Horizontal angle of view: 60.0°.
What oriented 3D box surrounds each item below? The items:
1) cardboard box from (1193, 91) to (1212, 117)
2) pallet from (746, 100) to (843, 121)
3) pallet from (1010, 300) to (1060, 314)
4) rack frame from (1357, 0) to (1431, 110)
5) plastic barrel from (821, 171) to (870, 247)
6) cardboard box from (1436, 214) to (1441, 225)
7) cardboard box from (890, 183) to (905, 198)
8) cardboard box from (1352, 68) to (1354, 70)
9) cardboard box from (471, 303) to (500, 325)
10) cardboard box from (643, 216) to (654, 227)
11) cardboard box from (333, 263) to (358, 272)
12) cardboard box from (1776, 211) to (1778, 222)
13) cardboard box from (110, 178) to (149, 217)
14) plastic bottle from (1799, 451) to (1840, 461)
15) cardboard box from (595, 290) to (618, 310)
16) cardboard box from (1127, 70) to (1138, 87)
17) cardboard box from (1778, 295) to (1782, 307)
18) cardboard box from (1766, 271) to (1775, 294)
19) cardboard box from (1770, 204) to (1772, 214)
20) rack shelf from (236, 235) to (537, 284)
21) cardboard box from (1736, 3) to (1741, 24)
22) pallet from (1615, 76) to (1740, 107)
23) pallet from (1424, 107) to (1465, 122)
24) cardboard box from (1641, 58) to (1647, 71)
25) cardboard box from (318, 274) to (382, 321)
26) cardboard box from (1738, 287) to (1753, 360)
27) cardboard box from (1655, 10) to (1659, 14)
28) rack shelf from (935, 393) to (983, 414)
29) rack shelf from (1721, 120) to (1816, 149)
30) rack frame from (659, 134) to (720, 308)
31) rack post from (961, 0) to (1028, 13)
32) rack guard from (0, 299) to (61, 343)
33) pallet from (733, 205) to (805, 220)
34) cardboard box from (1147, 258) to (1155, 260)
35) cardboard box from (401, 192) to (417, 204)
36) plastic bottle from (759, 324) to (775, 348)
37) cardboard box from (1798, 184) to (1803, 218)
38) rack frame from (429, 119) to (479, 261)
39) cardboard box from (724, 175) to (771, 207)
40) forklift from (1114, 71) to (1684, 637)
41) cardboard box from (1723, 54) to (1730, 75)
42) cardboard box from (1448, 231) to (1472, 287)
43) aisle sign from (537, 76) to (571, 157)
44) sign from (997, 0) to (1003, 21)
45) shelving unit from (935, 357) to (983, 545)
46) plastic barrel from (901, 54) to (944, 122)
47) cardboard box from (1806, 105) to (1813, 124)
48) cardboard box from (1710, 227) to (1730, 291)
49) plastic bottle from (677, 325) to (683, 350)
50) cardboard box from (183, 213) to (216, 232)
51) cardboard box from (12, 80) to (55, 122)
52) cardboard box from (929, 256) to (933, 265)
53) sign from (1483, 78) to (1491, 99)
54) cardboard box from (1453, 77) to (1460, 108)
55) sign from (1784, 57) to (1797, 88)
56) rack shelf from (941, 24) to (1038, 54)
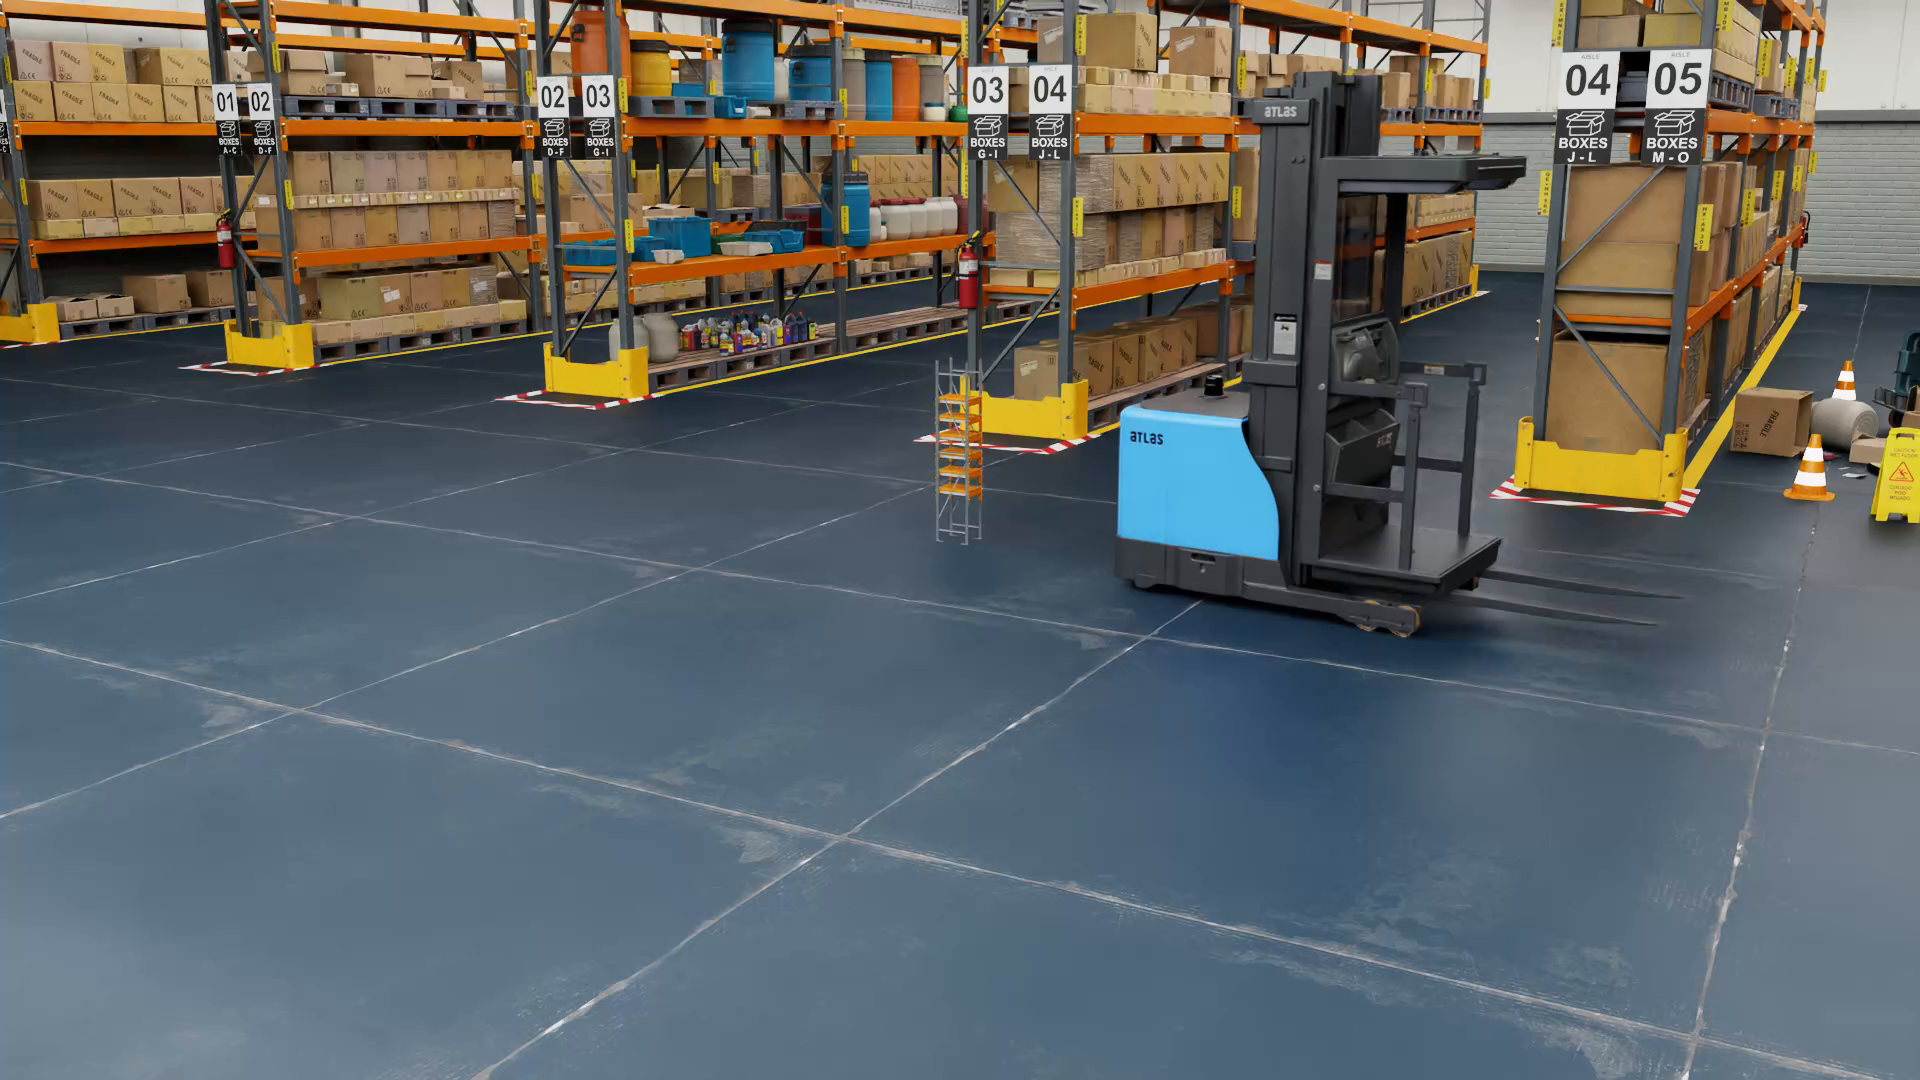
[{"bbox_3d":[2.215,-4.398,16.794,0.500,0.250,0.500,8,16,29],"label":"cardboard box"},{"bbox_3d":[-2.131,-5.010,19.417,1.213,0.211,1.003,7,15,28],"label":"pallet"},{"bbox_3d":[1.002,-3.683,25.862,1.003,0.211,1.213,7,15,28],"label":"pallet"},{"bbox_3d":[6.336,-7.799,24.184,1.000,3.000,0.127,7,15,28],"label":"rack frame"},{"bbox_3d":[-1.415,-4.091,20.534,0.600,0.901,0.708,7,15,28],"label":"plastic barrel"},{"bbox_3d":[7.273,-4.998,25.902,0.380,0.149,0.250,7,15,27],"label":"cardboard box"},{"bbox_3d":[-1.361,-6.336,30.701,0.500,0.500,0.500,7,15,28],"label":"cardboard box"},{"bbox_3d":[4.974,-6.093,22.399,0.500,0.500,0.500,8,16,31],"label":"cardboard box"},{"bbox_3d":[-6.485,-3.011,22.092,0.500,0.250,0.500,7,15,28],"label":"cardboard box"},{"bbox_3d":[-4.835,-4.795,25.059,0.380,0.149,0.250,9,16,32],"label":"cardboard box"},{"bbox_3d":[-9.993,-4.188,26.401,0.700,0.500,0.500,7,15,27],"label":"cardboard box"},{"bbox_3d":[10.610,-4.278,22.019,0.380,0.149,0.250,7,15,27],"label":"cardboard box"},{"bbox_3d":[-11.477,-4.675,22.703,0.500,0.500,0.500,7,15,26],"label":"cardboard box"},{"bbox_3d":[7.137,-0.700,13.805,0.283,0.061,0.133,2,14,9],"label":"plastic bottle"},{"bbox_3d":[-5.293,-3.498,24.114,0.500,0.250,0.500,7,15,26],"label":"cardboard box"},{"bbox_3d":[1.410,-4.235,15.271,0.380,0.149,0.250,7,15,28],"label":"cardboard box"},{"bbox_3d":[11.084,-3.301,22.878,0.380,0.149,0.250,8,16,31],"label":"cardboard box"},{"bbox_3d":[9.987,-3.258,20.985,0.500,0.250,0.500,7,15,26],"label":"cardboard box"},{"bbox_3d":[9.853,-4.103,20.656,0.380,0.149,0.250,8,16,30],"label":"cardboard box"},{"bbox_3d":[-7.168,-3.605,21.120,1.077,0.370,4.000,7,15,28],"label":"rack shelf"},{"bbox_3d":[5.883,-4.108,12.997,0.380,0.149,0.250,7,15,27],"label":"cardboard box"},{"bbox_3d":[5.766,-3.658,13.595,1.003,0.211,1.213,7,15,28],"label":"pallet"},{"bbox_3d":[7.331,-6.714,26.271,1.003,0.211,1.213,7,15,28],"label":"pallet"},{"bbox_3d":[5.307,-3.794,13.398,0.380,0.149,0.250,8,15,28],"label":"cardboard box"},{"bbox_3d":[-7.441,-2.964,20.297,0.500,0.500,0.500,7,15,28],"label":"cardboard box"},{"bbox_3d":[8.322,-2.475,18.804,1.050,0.750,0.750,7,15,27],"label":"cardboard box"},{"bbox_3d":[5.553,-4.287,13.740,0.380,0.149,0.250,7,15,28],"label":"cardboard box"},{"bbox_3d":[-0.007,-0.887,10.807,0.258,0.103,0.180,7,15,28],"label":"rack shelf"},{"bbox_3d":[11.596,-5.819,23.905,1.077,0.370,4.000,7,15,28],"label":"rack shelf"},{"bbox_3d":[-4.268,-5.185,26.141,1.000,3.000,0.127,7,15,28],"label":"rack frame"},{"bbox_3d":[0.381,-7.656,23.752,0.954,0.300,0.937,7,15,28],"label":"rack post"},{"bbox_3d":[-12.437,-2.905,22.016,1.175,0.500,0.348,7,15,28],"label":"rack guard"},{"bbox_3d":[-3.332,-5.491,27.821,1.003,0.211,1.213,7,15,28],"label":"pallet"},{"bbox_3d":[1.696,-2.693,16.341,0.380,0.149,0.250,7,15,28],"label":"cardboard box"},{"bbox_3d":[-7.013,-4.279,20.786,0.380,0.149,0.250,8,15,29],"label":"cardboard box"},{"bbox_3d":[-2.257,-2.389,19.416,0.152,0.276,0.135,8,16,29],"label":"plastic bottle"},{"bbox_3d":[12.080,-4.982,24.452,0.500,0.500,0.500,7,15,28],"label":"cardboard box"},{"bbox_3d":[-8.606,-5.746,28.466,1.000,3.000,0.127,7,15,28],"label":"rack frame"},{"bbox_3d":[-3.453,-5.746,27.358,0.700,0.500,0.500,11,17,38],"label":"cardboard box"},{"bbox_3d":[2.422,-1.049,9.130,3.031,2.935,1.130,9,16,33],"label":"forklift"},{"bbox_3d":[5.641,-3.617,12.662,0.380,0.149,0.250,8,15,28],"label":"cardboard box"},{"bbox_3d":[8.030,-4.734,27.908,0.875,0.875,0.875,7,15,28],"label":"cardboard box"},{"bbox_3d":[-4.096,-4.265,16.776,0.394,0.787,0.004,7,15,28],"label":"aisle sign"},{"bbox_3d":[0.551,-7.322,22.893,0.100,0.325,0.005,7,15,28],"label":"sign"},{"bbox_3d":[-0.007,-0.580,10.881,0.258,1.200,0.189,7,15,28],"label":"shelving unit"},{"bbox_3d":[-0.521,-6.181,22.803,0.600,0.901,0.600,0,14,0],"label":"plastic barrel"},{"bbox_3d":[11.843,-6.066,23.713,0.500,0.250,0.500,8,16,31],"label":"cardboard box"},{"bbox_3d":[6.348,-2.539,14.846,0.875,0.550,0.550,7,15,28],"label":"cardboard box"},{"bbox_3d":[-3.256,-2.328,19.146,0.061,0.283,0.133,8,16,29],"label":"plastic bottle"},{"bbox_3d":[-10.981,-4.524,23.677,0.500,0.250,0.500,7,15,28],"label":"cardboard box"},{"bbox_3d":[-12.093,-5.661,21.460,0.500,0.500,0.500,8,16,30],"label":"cardboard box"},{"bbox_3d":[-0.722,-5.451,32.349,0.380,0.166,0.250,7,15,28],"label":"cardboard box"},{"bbox_3d":[8.738,-7.489,27.578,0.100,0.325,0.005,7,15,28],"label":"sign"},{"bbox_3d":[7.688,-7.248,26.977,0.700,0.500,0.500,7,15,26],"label":"cardboard box"},{"bbox_3d":[9.177,-5.163,18.377,0.100,0.325,0.005,7,15,28],"label":"sign"},{"bbox_3d":[1.033,-7.406,24.940,1.077,0.370,4.000,7,15,28],"label":"rack shelf"}]
